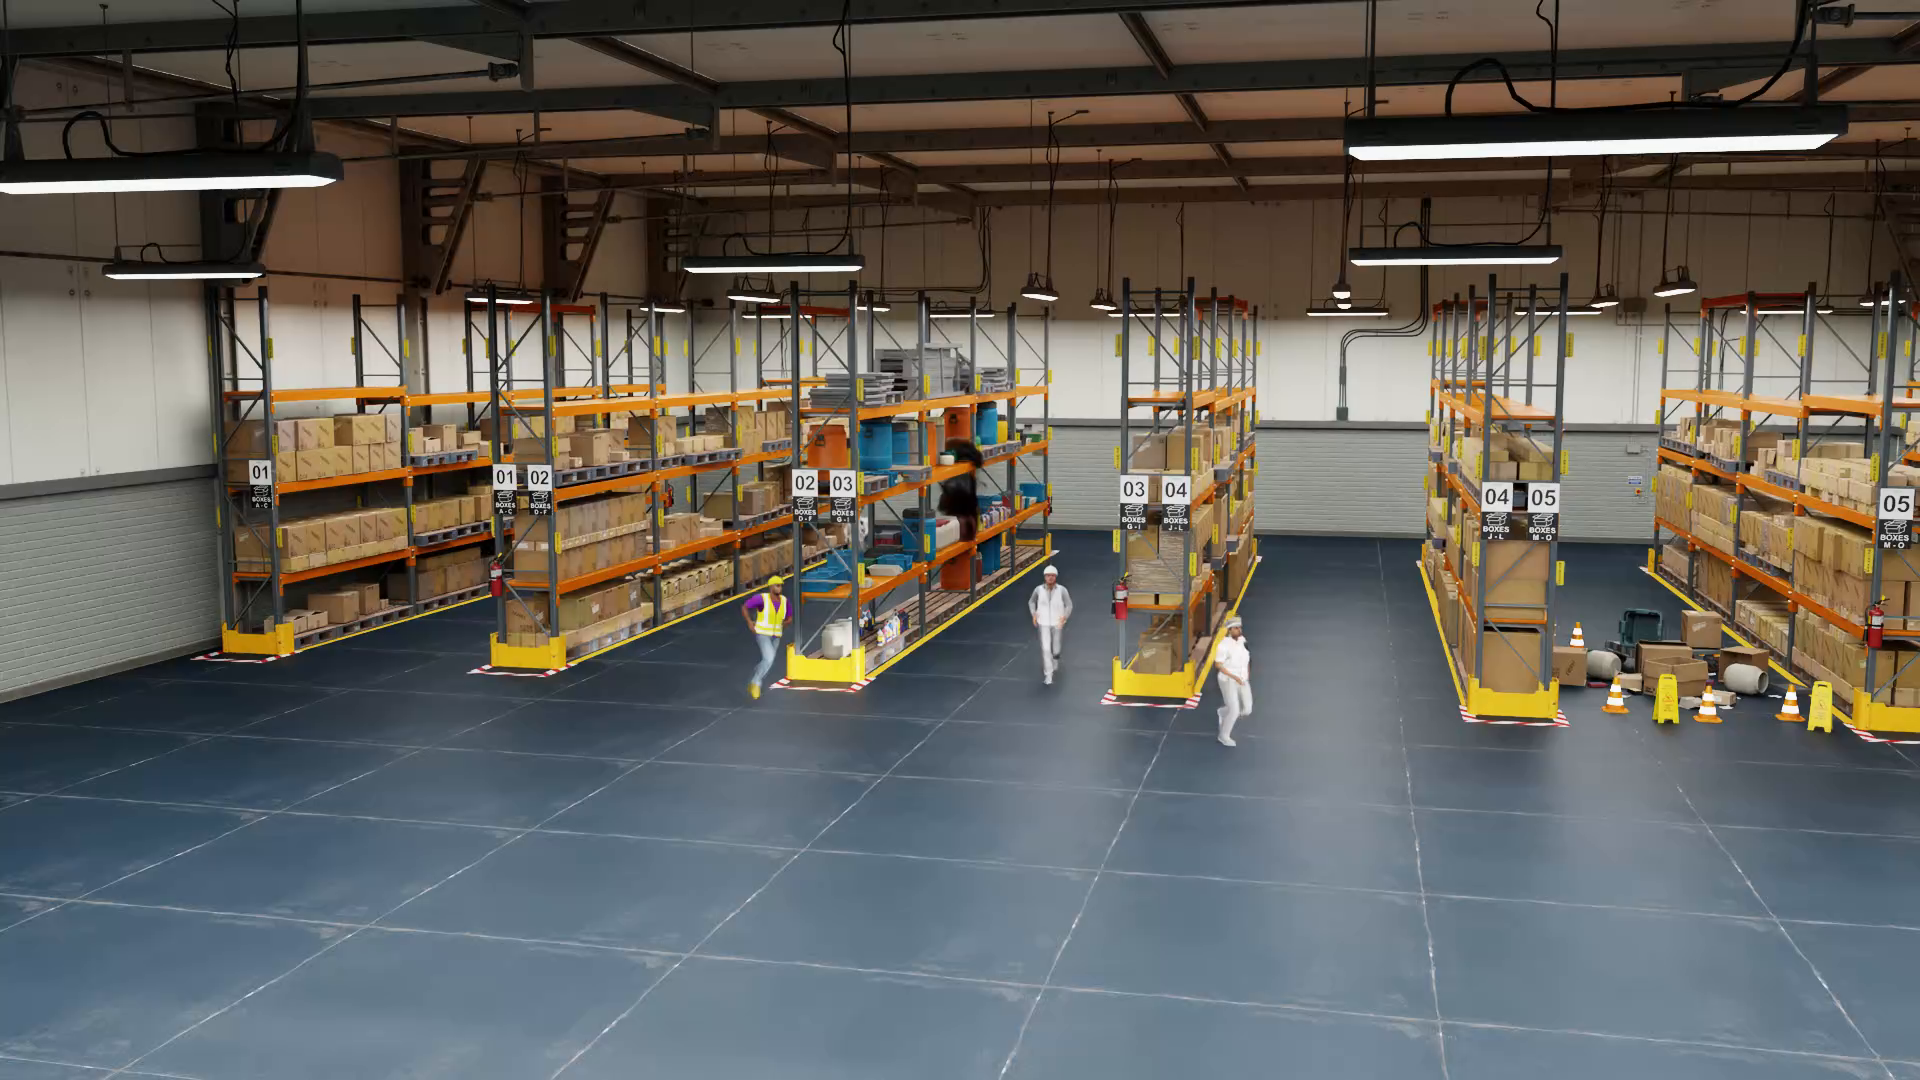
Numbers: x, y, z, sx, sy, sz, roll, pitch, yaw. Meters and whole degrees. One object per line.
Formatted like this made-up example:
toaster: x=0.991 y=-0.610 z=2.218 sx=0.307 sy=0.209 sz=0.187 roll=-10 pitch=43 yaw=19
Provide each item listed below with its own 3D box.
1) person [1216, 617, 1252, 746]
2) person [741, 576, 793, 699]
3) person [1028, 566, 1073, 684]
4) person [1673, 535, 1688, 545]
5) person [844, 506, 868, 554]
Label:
person: x=3.491 y=1.780 z=21.049 sx=0.599 sy=1.667 sz=0.571 roll=-4 pitch=8 yaw=-32
person: x=-2.752 y=1.390 z=24.051 sx=0.713 sy=1.753 sz=0.656 roll=-6 pitch=9 yaw=-41
person: x=1.365 y=1.254 z=25.184 sx=0.677 sy=1.751 sz=0.767 roll=1 pitch=7 yaw=4
person: x=16.747 y=-0.212 z=38.409 sx=0.734 sy=1.625 sz=0.676 roll=4 pitch=8 yaw=34
person: x=-2.218 y=0.063 z=35.884 sx=0.625 sy=1.648 sz=0.767 roll=1 pitch=7 yaw=5
